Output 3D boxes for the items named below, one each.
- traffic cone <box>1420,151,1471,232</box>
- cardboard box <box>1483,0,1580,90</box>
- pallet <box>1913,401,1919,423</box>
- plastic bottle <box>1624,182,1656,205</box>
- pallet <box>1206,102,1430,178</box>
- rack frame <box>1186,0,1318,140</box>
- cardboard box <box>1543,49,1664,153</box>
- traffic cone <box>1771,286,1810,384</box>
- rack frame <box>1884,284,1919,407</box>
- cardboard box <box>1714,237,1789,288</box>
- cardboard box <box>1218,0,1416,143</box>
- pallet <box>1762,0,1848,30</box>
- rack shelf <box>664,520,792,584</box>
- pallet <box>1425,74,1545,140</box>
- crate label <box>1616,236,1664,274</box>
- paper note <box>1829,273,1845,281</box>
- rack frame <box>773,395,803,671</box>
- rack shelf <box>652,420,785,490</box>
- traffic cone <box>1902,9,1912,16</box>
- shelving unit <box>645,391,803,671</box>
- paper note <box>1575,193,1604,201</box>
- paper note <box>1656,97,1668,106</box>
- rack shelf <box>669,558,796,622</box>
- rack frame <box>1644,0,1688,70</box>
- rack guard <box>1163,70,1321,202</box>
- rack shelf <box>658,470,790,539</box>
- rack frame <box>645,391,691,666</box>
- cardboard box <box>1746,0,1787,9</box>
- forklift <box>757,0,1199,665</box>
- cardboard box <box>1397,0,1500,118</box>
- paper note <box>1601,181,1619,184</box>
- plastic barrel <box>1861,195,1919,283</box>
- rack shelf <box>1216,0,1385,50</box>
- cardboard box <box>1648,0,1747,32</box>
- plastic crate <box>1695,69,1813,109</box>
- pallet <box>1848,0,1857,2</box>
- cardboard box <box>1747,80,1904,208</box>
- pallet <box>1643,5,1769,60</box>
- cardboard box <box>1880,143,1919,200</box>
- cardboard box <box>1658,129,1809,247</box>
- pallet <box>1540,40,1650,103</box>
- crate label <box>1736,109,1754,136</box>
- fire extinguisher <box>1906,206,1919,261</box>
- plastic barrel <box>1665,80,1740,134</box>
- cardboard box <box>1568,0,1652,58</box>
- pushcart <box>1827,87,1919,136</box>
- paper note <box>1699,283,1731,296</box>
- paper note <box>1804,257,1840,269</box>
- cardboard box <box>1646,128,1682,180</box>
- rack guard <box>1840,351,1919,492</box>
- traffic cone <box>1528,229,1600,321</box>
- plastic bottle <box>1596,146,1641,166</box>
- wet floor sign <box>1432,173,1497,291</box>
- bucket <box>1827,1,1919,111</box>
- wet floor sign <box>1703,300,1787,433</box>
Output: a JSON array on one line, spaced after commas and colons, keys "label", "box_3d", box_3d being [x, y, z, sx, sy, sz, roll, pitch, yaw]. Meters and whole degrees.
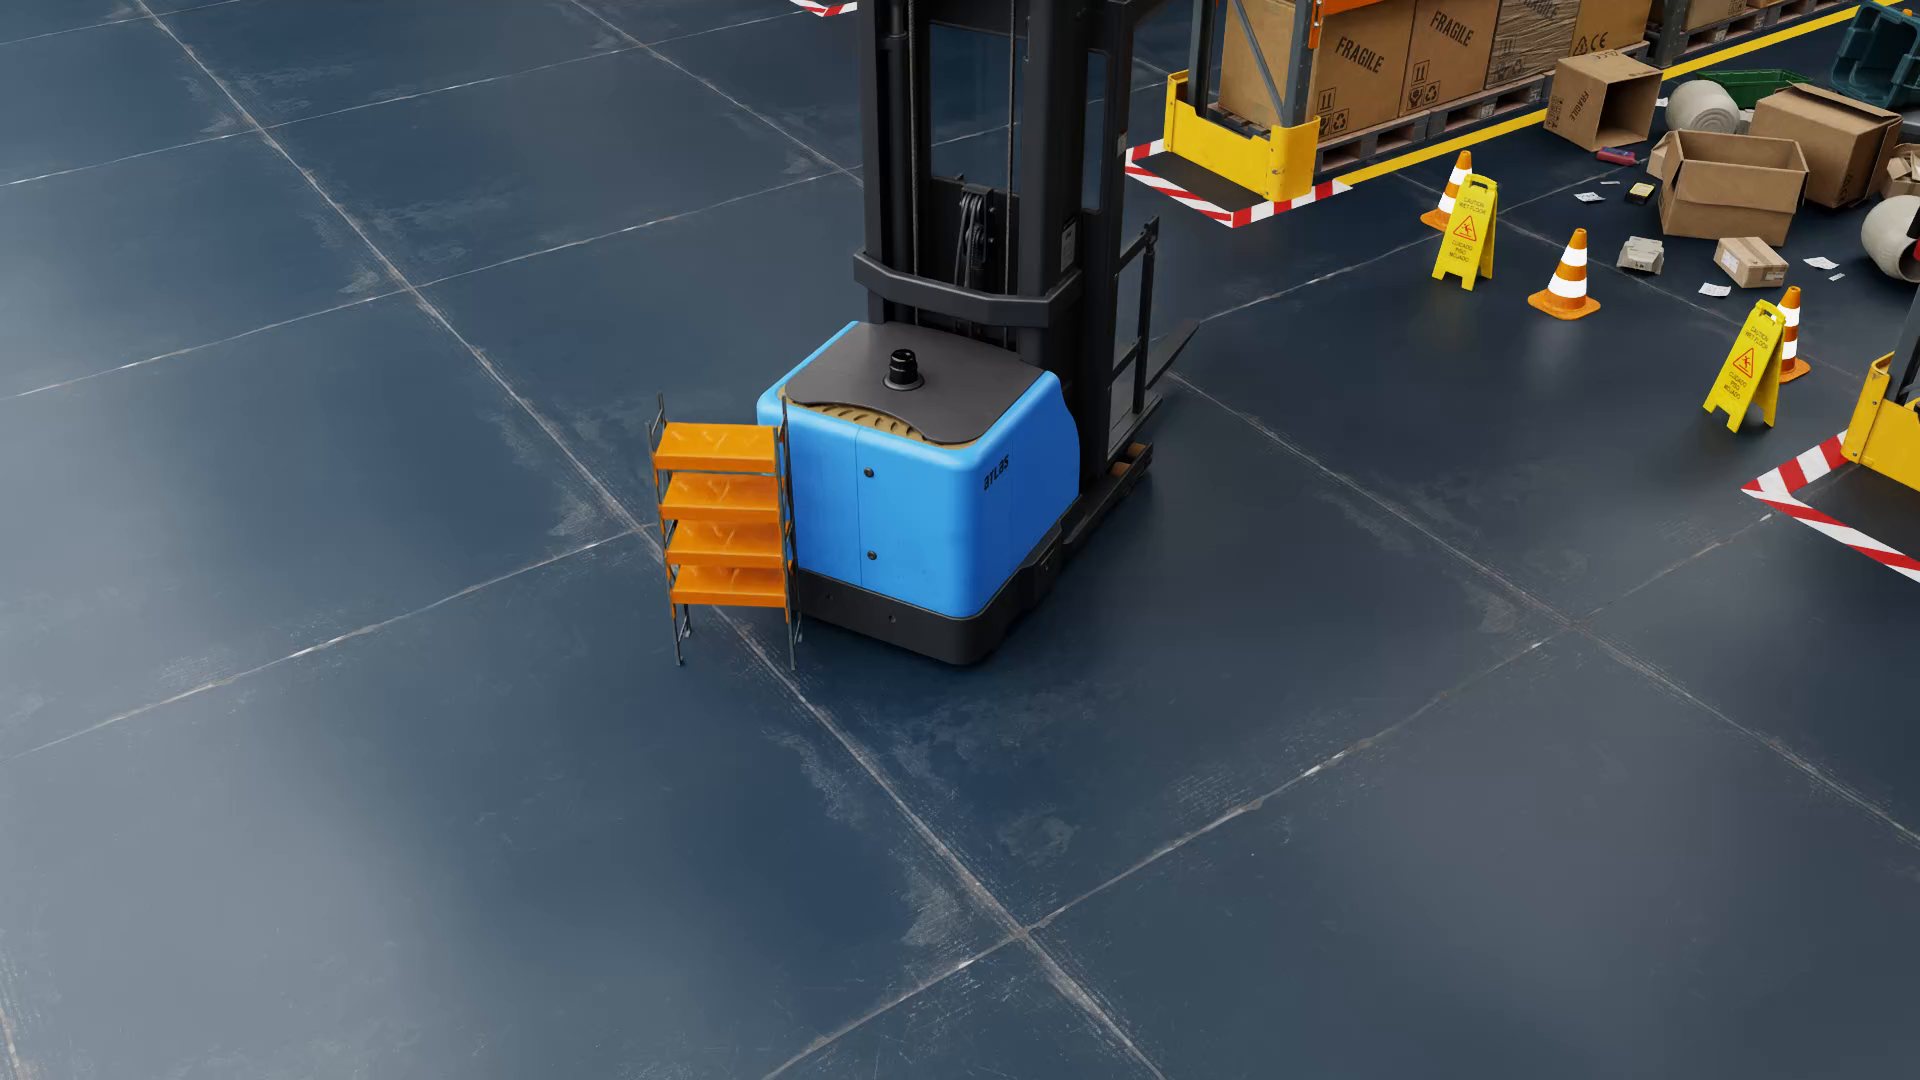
[{"label": "traffic cone", "box_3d": [3.131, -2.210, 10.427, 0.334, 0.463, 0.336, -22, 41, -28]}, {"label": "cardboard box", "box_3d": [3.860, -3.909, 12.077, 0.875, 0.875, 0.875, -22, 41, -28]}, {"label": "pallet", "box_3d": [5.560, -0.561, 8.349, 1.213, 0.211, 1.003, -22, 41, -28]}, {"label": "plastic bottle", "box_3d": [4.451, -2.275, 10.860, 0.133, 0.061, 0.283, 22, 41, 28]}, {"label": "pallet", "box_3d": [2.488, -2.913, 11.620, 1.213, 0.211, 1.003, -22, 41, -28]}, {"label": "rack frame", "box_3d": [1.879, -3.739, 10.380, 0.127, 3.000, 1.000, -22, 41, -28]}, {"label": "cardboard box", "box_3d": [4.471, -3.059, 11.573, 0.500, 0.500, 0.500, -15, 38, -20]}, {"label": "traffic cone", "box_3d": [4.422, -1.141, 8.940, 0.334, 0.463, 0.336, -22, 41, -28]}, {"label": "rack frame", "box_3d": [4.813, -1.411, 7.142, 0.127, 3.000, 1.000, -22, 41, -28]}, {"label": "cardboard box", "box_3d": [4.720, -1.658, 9.928, 0.250, 0.149, 0.380, -3, 36, -4]}, {"label": "cardboard box", "box_3d": [2.395, -3.307, 11.239, 0.875, 0.875, 0.875, -22, 41, -28]}, {"label": "pallet", "box_3d": [6.734, -4.661, 14.050, 1.213, 0.211, 1.003, -22, 41, -28]}, {"label": "rack shelf", "box_3d": [-0.936, 0.037, 6.785, 0.480, 0.148, 0.258, 2, 36, 3]}, {"label": "pallet", "box_3d": [3.484, -3.321, 12.187, 1.213, 0.211, 1.003, -22, 41, -28]}, {"label": "crate label", "box_3d": [4.111, -1.718, 10.022, 0.250, 0.136, 0.298, 15, 38, 20]}, {"label": "paper note", "box_3d": [5.235, -1.571, 9.925, 0.123, 0.001, 0.032, -22, 41, -28]}, {"label": "rack frame", "box_3d": [-0.693, -0.008, 6.733, 0.015, 1.200, 0.240, 2, 36, 3]}, {"label": "rack shelf", "box_3d": [-0.937, -0.336, 6.516, 0.480, 0.148, 0.258, 2, 36, 3]}, {"label": "traffic cone", "box_3d": [7.115, -3.785, 12.617, 0.334, 0.463, 0.336, -22, 41, -28]}, {"label": "shelving unit", "box_3d": [-0.936, -0.017, 6.746, 0.503, 1.200, 0.258, 2, 36, 3]}, {"label": "paper note", "box_3d": [4.105, -2.236, 10.835, 0.142, 0.017, 0.144, -9, 37, -12]}, {"label": "paper note", "box_3d": [5.121, -3.221, 12.202, 0.147, 0.020, 0.142, 9, 37, 12]}, {"label": "rack shelf", "box_3d": [-0.936, 0.198, 6.902, 0.480, 0.148, 0.258, 2, 36, 3]}, {"label": "rack frame", "box_3d": [5.149, -5.085, 12.251, 0.127, 3.000, 1.000, -22, 41, -28]}, {"label": "rack guard", "box_3d": [1.860, -2.716, 11.099, 0.348, 0.500, 1.175, -22, 41, -28]}, {"label": "rack shelf", "box_3d": [-0.937, -0.144, 6.654, 0.480, 0.148, 0.258, 2, 36, 3]}, {"label": "rack frame", "box_3d": [-1.180, -0.026, 6.758, 0.015, 1.200, 0.240, 2, 36, 3]}, {"label": "cardboard box", "box_3d": [6.395, -4.916, 13.584, 0.750, 0.750, 1.050, -22, 41, -28]}, {"label": "forklift", "box_3d": [0.295, -1.514, 7.345, 1.130, 2.935, 3.031, 17, 39, 22]}, {"label": "cardboard box", "box_3d": [3.113, -3.604, 11.652, 0.875, 0.875, 0.875, -23, 42, -29]}, {"label": "paper note", "box_3d": [4.317, -2.372, 11.039, 0.123, 0.001, 0.032, -3, 36, -4]}, {"label": "plastic barrel", "box_3d": [5.630, -1.782, 9.865, 0.421, 0.421, 0.512, 3, 36, 4]}, {"label": "rack shelf", "box_3d": [3.514, -4.120, 11.525, 4.000, 0.370, 1.077, -22, 41, -28]}, {"label": "cardboard box", "box_3d": [5.604, -4.594, 13.135, 0.750, 0.750, 1.050, -23, 41, -28]}, {"label": "plastic crate", "box_3d": [5.761, -3.283, 12.104, 0.662, 0.188, 0.450, -3, 26, -4]}, {"label": "pallet", "box_3d": [7.730, -5.069, 14.617, 1.213, 0.211, 1.003, -22, 41, -28]}, {"label": "cardboard box", "box_3d": [5.550, -2.570, 10.776, 0.503, 0.637, 0.797, -22, 41, -28]}, {"label": "pallet", "box_3d": [5.736, -4.248, 13.476, 1.213, 0.211, 1.003, -22, 41, -28]}, {"label": "cardboard box", "box_3d": [6.181, -2.397, 10.855, 0.258, 0.266, 0.396, 9, 37, 12]}, {"label": "cardboard box", "box_3d": [4.791, -2.196, 10.373, 0.797, 0.503, 0.637, 9, 37, 12]}, {"label": "pallet", "box_3d": [4.482, -3.734, 12.761, 1.213, 0.211, 1.003, -22, 41, -28]}, {"label": "crate label", "box_3d": [5.525, -2.933, 11.711, 0.298, 0.136, 0.250, 9, 37, 12]}, {"label": "fire extinguisher", "box_3d": [4.454, -1.561, 7.417, 0.183, 0.674, 0.296, -22, 41, -28]}, {"label": "plastic barrel", "box_3d": [5.105, -2.925, 11.454, 0.421, 0.421, 0.512, 3, 36, 4]}, {"label": "cardboard box", "box_3d": [4.594, -4.214, 12.501, 0.875, 0.875, 0.875, -22, 41, -27]}, {"label": "pushcart", "box_3d": [6.729, -2.763, 11.268, 1.648, 0.377, 0.936, 22, 41, 28]}, {"label": "paper note", "box_3d": [4.439, -1.473, 9.772, 0.148, 0.019, 0.142, 22, 41, 28]}, {"label": "paper note", "box_3d": [5.220, -1.683, 10.073, 0.142, 0.019, 0.148, -9, 37, -12]}, {"label": "cardboard box", "box_3d": [4.805, -2.518, 11.023, 0.258, 0.266, 0.396, -15, 38, -20]}, {"label": "rack guard", "box_3d": [4.875, -0.421, 7.908, 0.348, 0.500, 1.175, -22, 41, -28]}, {"label": "traffic cone", "box_3d": [3.504, -1.557, 9.518, 0.334, 0.463, 0.336, -22, 41, -28]}, {"label": "plastic bottle", "box_3d": [4.497, -2.607, 11.322, 0.283, 0.061, 0.133, 22, 41, 28]}, {"label": "wet floor sign", "box_3d": [2.996, -1.829, 9.740, 0.267, 0.644, 0.232, 30, 45, 35]}, {"label": "bucket", "box_3d": [6.366, -3.227, 11.169, 0.620, 0.611, 0.726, -1, 34, -18]}, {"label": "wet floor sign", "box_3d": [4.042, -0.902, 8.451, 0.232, 0.644, 0.267, -9, 37, -12]}]
